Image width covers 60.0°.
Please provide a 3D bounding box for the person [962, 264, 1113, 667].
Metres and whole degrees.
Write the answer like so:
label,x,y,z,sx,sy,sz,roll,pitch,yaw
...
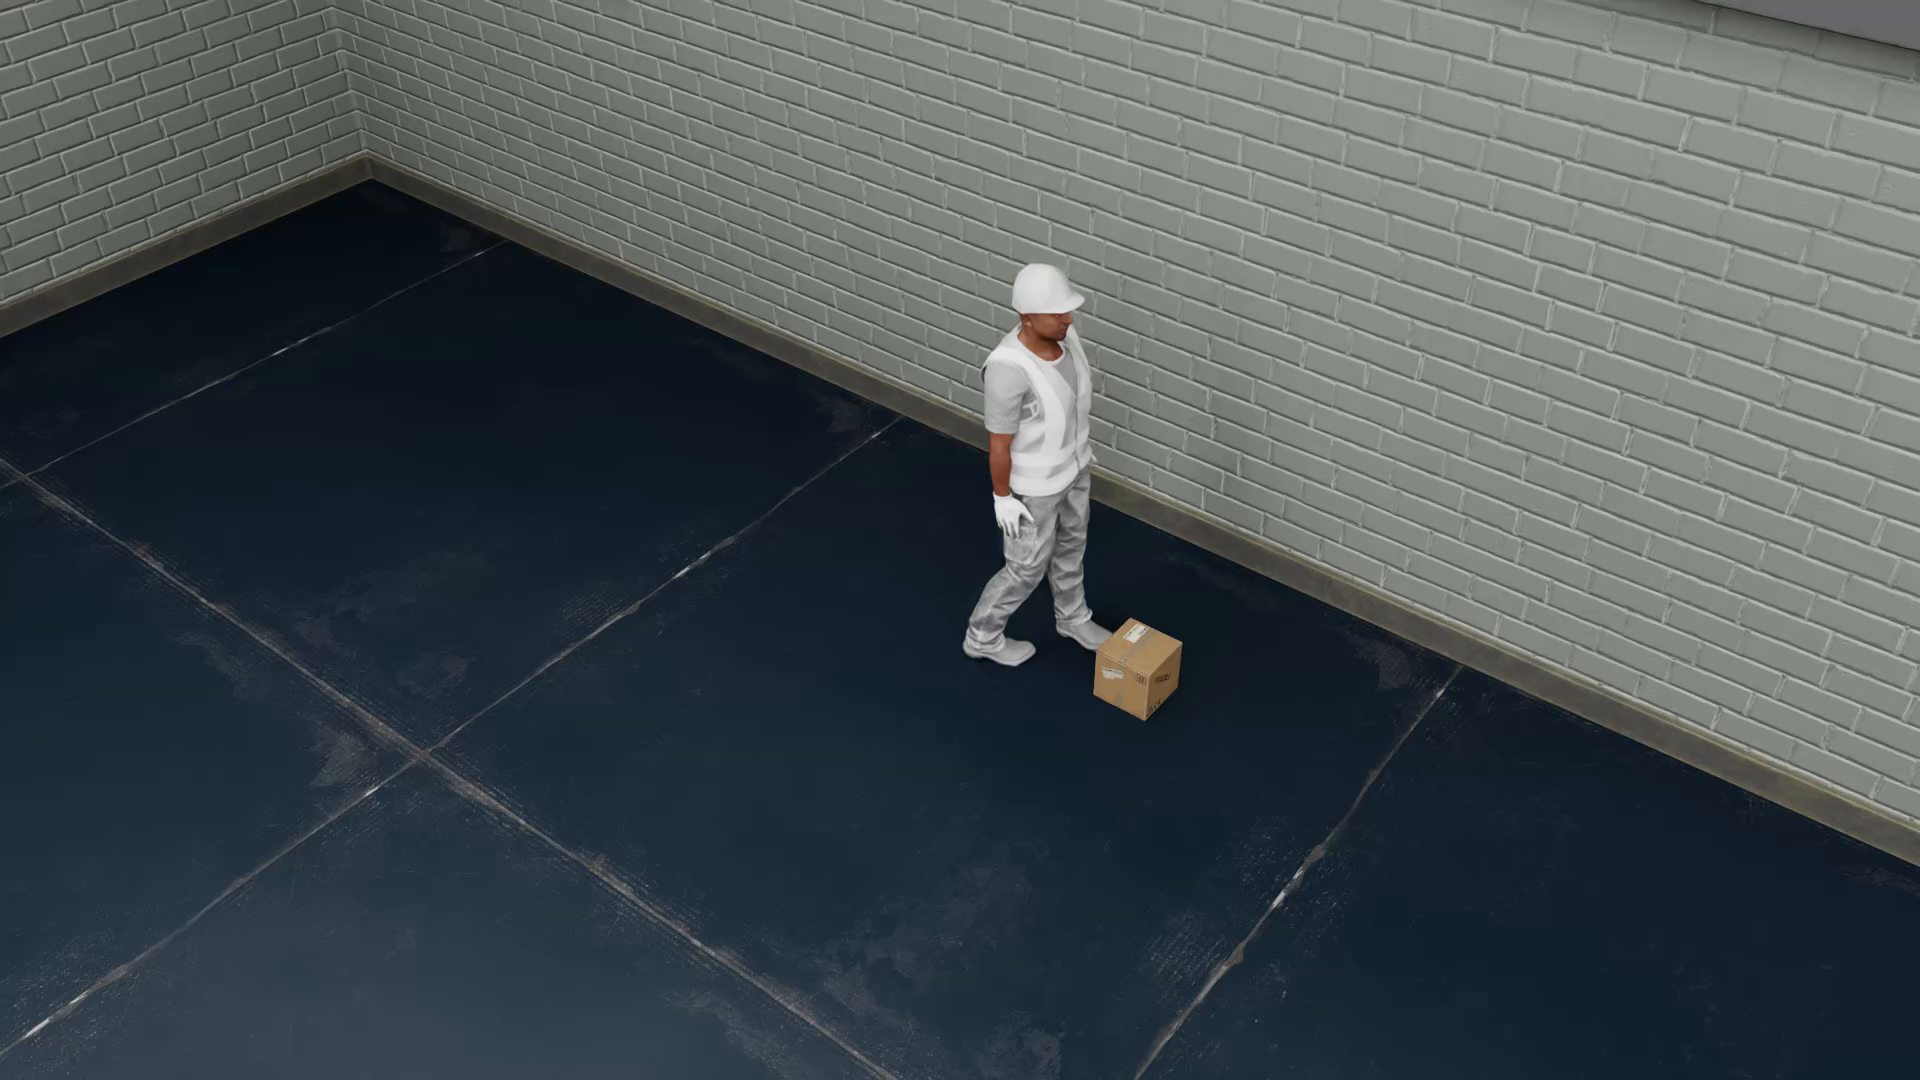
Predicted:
label,x,y,z,sx,sy,sz,roll,pitch,yaw
person,0.369,-0.255,6.451,0.562,1.788,0.579,21,43,24
